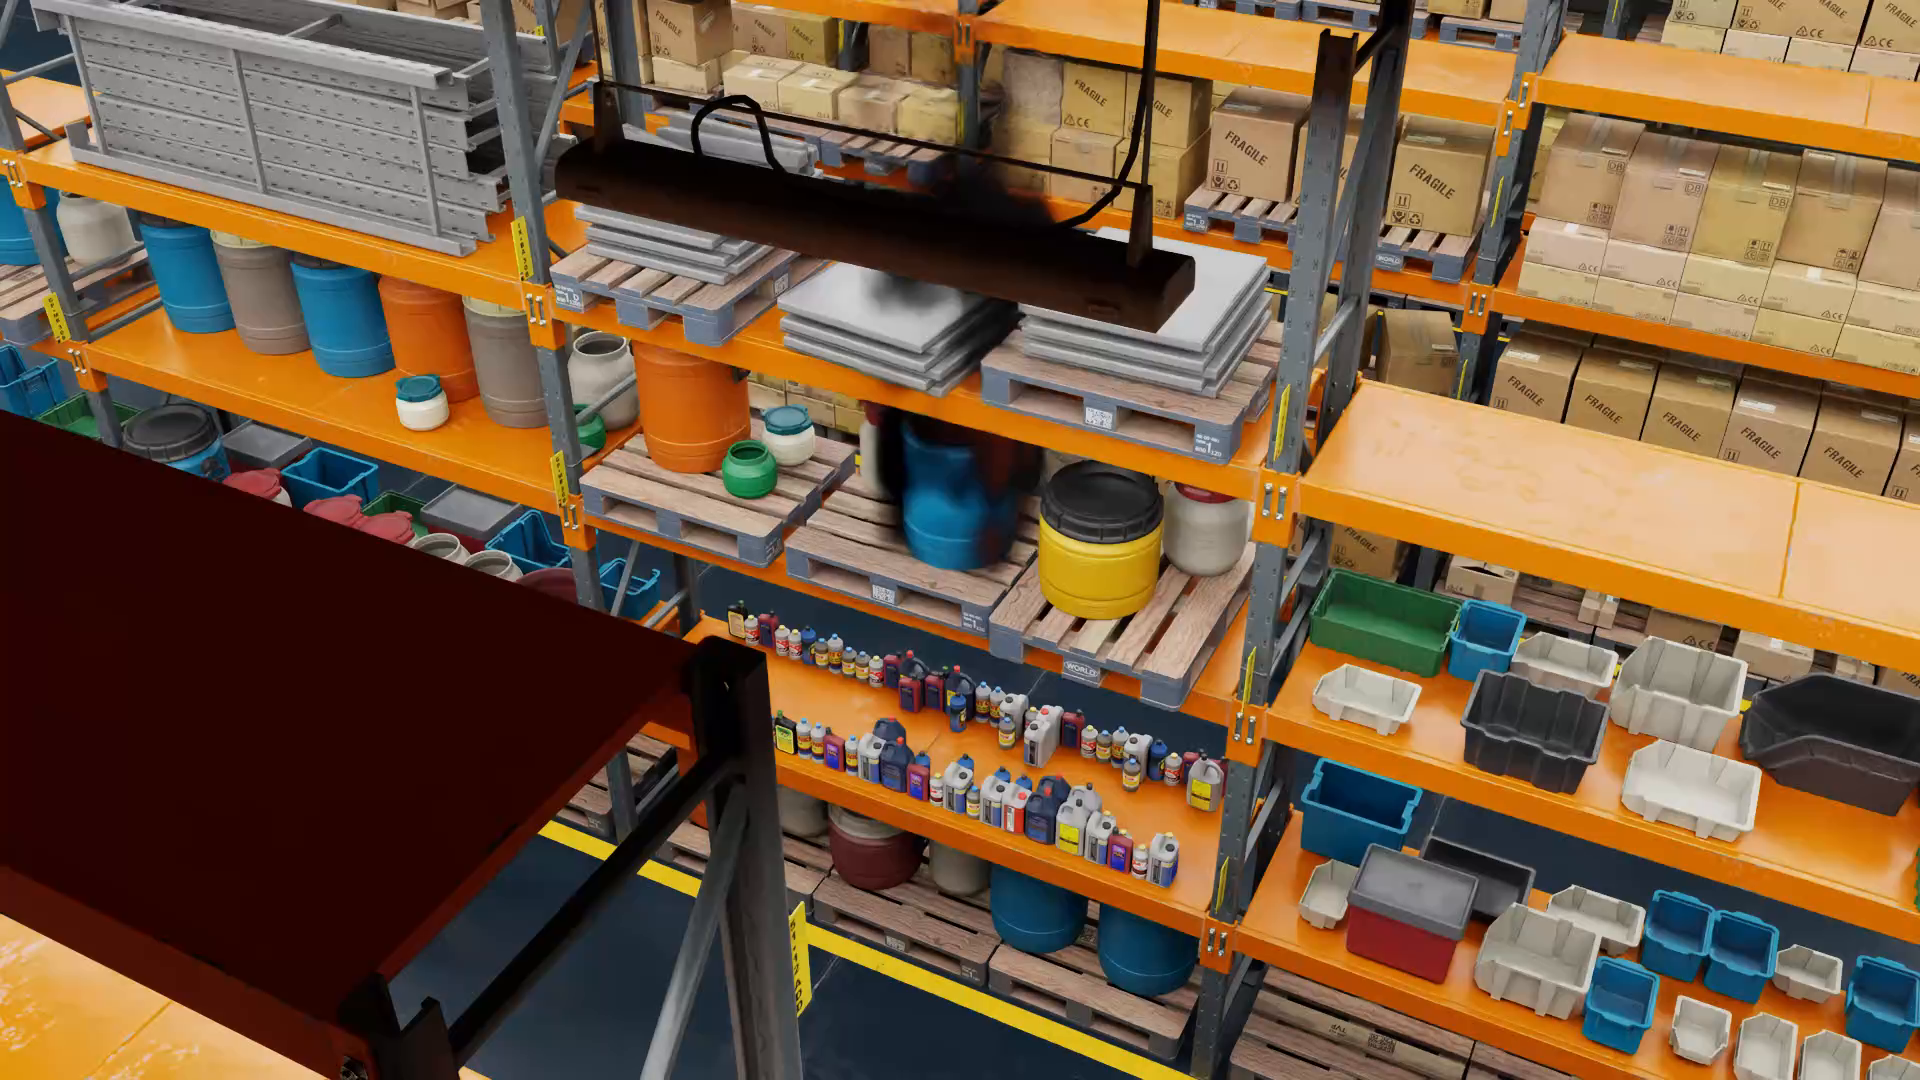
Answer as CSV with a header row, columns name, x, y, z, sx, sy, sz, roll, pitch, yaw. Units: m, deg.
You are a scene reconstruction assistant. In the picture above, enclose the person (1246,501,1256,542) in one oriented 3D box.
name,x,y,z,sx,sy,sz,roll,pitch,yaw
person,1.961,0.229,12.046,0.699,1.748,0.682,15,38,21
